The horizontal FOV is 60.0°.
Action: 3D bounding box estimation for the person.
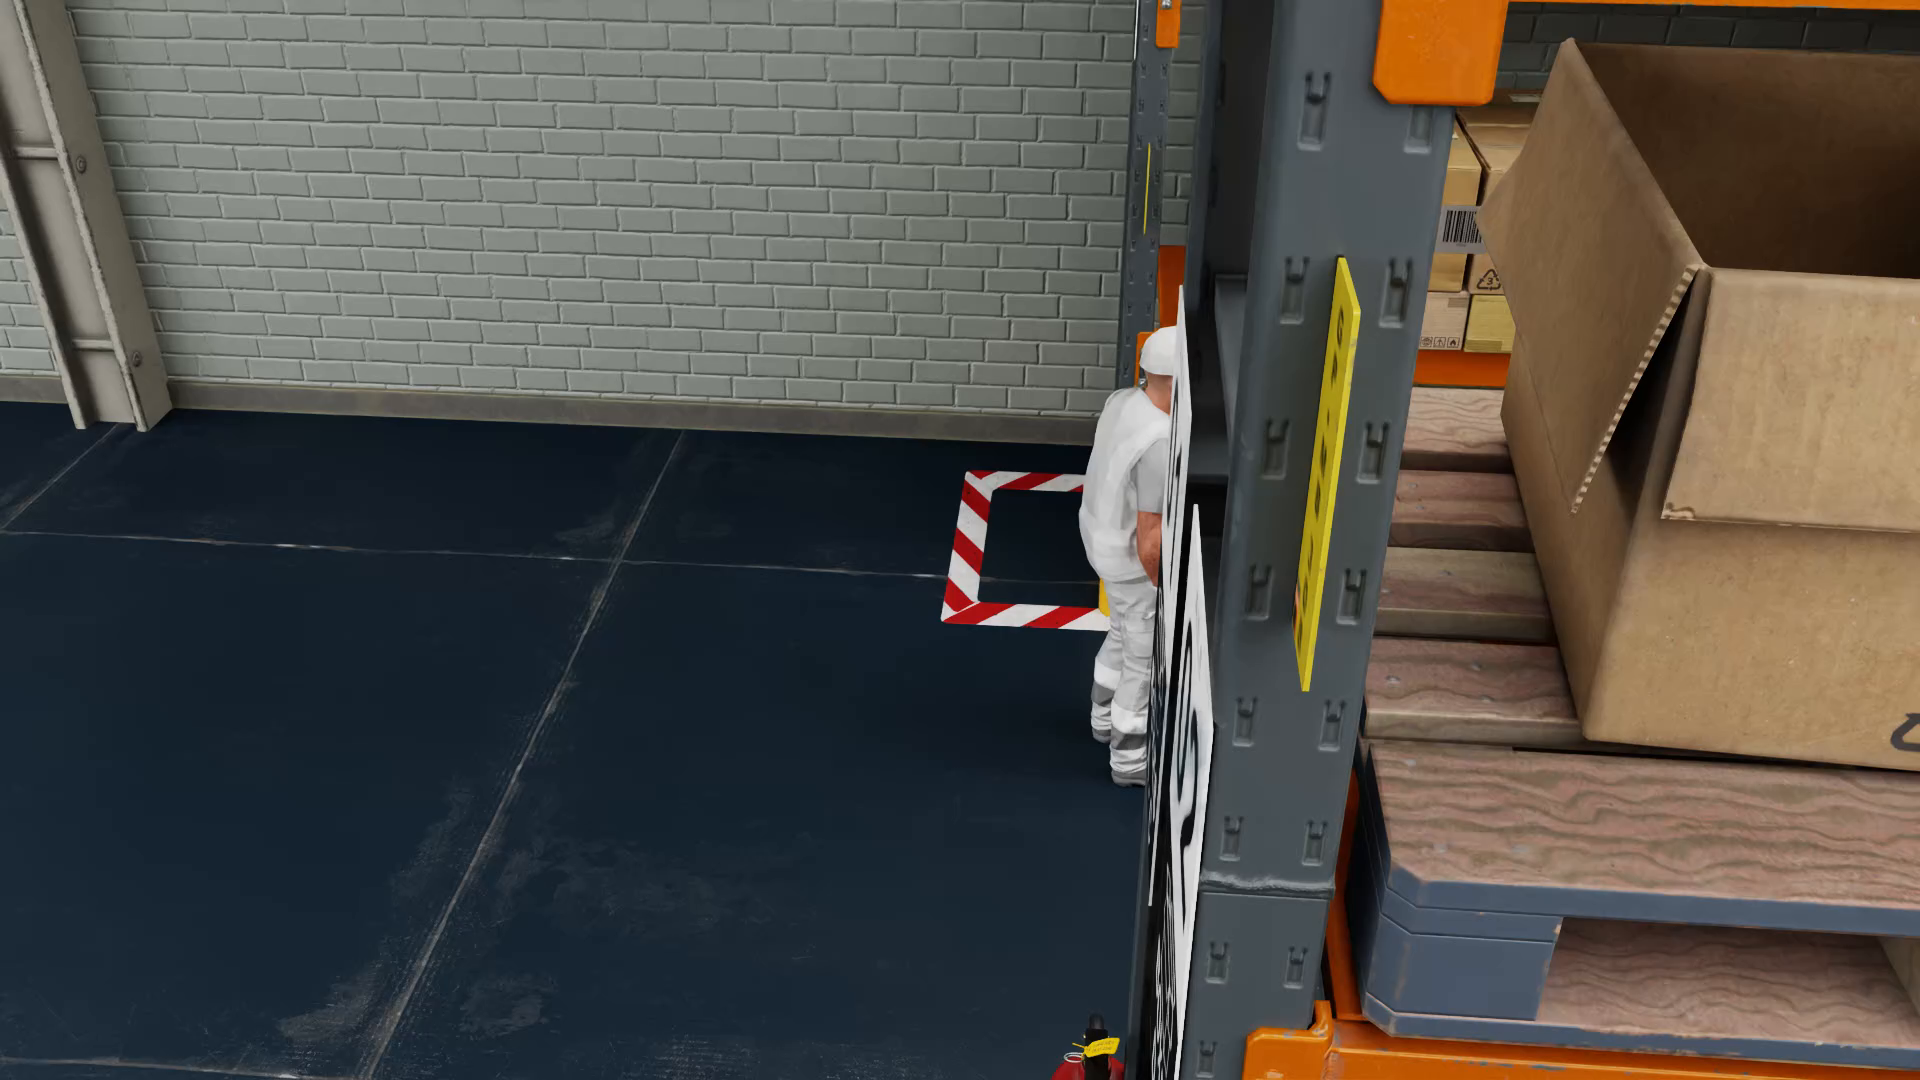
[{"bbox_3d":[0.668,0.062,6.021,0.455,1.779,0.610,-5,32,-8],"label":"person"}]
